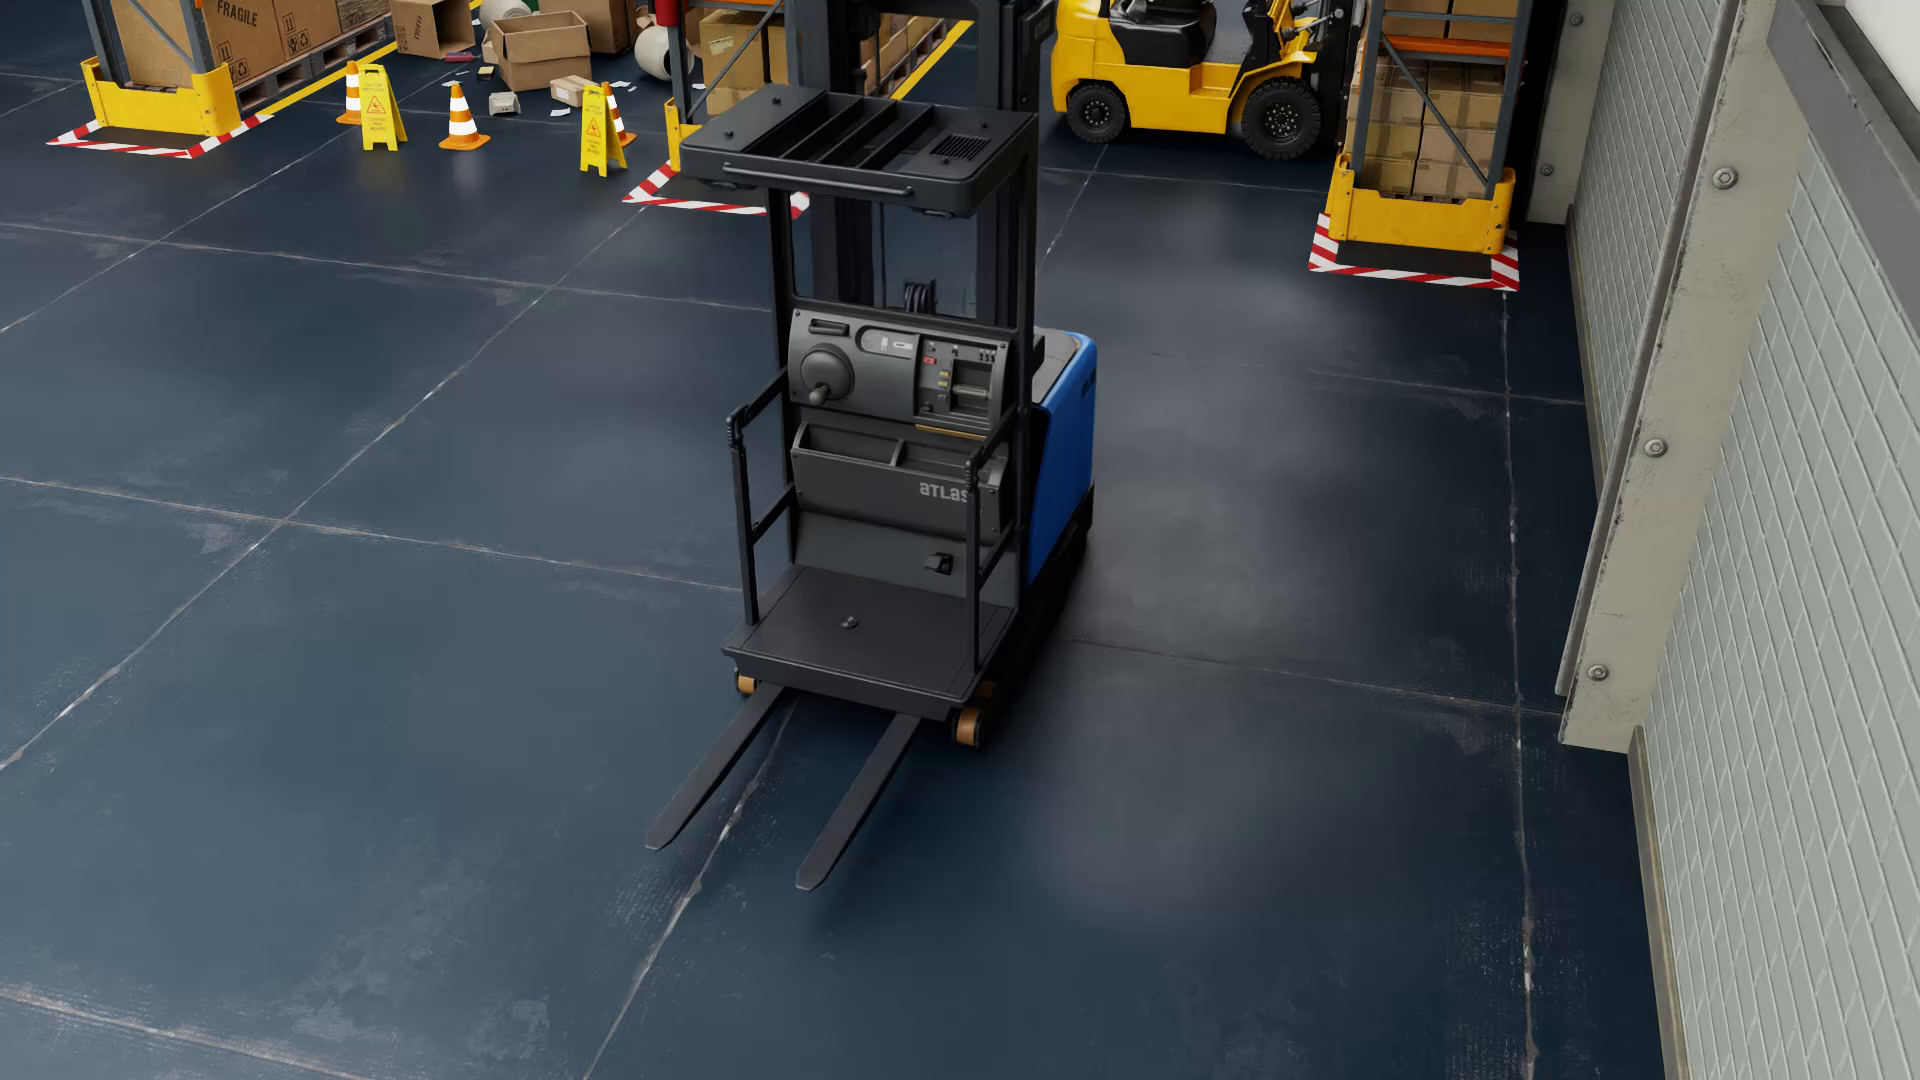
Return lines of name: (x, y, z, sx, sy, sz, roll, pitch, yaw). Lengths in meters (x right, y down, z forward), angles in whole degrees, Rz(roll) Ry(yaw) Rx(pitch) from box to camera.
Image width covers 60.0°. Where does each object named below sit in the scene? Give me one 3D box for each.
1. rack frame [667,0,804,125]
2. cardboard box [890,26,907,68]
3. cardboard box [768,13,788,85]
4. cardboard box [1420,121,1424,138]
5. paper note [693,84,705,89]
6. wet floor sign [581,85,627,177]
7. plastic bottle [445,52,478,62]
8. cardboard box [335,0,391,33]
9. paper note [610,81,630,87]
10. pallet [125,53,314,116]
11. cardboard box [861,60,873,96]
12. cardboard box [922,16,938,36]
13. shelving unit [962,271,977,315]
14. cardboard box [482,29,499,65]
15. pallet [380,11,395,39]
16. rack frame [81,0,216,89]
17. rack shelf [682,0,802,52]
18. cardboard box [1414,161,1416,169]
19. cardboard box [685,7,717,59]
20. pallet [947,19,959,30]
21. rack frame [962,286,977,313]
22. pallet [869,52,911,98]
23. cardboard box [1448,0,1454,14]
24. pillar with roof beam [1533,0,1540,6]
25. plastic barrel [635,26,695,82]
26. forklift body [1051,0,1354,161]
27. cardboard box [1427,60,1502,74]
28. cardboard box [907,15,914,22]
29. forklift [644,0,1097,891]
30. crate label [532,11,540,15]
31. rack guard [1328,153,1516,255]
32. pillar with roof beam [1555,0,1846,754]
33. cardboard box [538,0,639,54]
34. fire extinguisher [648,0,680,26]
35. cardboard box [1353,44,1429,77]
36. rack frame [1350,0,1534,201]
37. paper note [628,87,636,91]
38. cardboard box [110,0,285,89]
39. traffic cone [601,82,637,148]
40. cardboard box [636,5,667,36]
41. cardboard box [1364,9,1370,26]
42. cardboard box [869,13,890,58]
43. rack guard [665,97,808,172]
rack frame: (-1.636, -4.052, 11.828, 1.000, 3.000, 0.127, 8, 33, 12)
cardboard box: (-0.770, -4.261, 14.327, 0.500, 0.250, 0.500, 9, 33, 13)
cardboard box: (-1.159, -3.779, 12.871, 0.500, 0.500, 0.500, 7, 33, 11)
cardboard box: (3.602, -3.084, 12.010, 0.500, 0.250, 0.500, 8, 33, 12)
paper note: (-2.249, -3.945, 14.427, 0.142, 0.019, 0.148, -3, 33, -4)
wet floor sign: (-2.720, -3.106, 12.534, 0.267, 0.644, 0.232, 20, 38, 29)
plastic bottle: (-4.515, -4.381, 15.085, 0.283, 0.061, 0.133, -3, 33, -4)
cardboard box: (-5.887, -5.245, 15.293, 0.875, 0.875, 0.875, 8, 33, 13)
paper note: (-2.961, -3.976, 14.487, 0.148, 0.019, 0.142, 20, 38, 29)
pallet: (-6.323, -3.923, 14.224, 1.003, 0.211, 1.213, 8, 33, 12)
cardboard box: (-1.027, -3.714, 13.468, 0.500, 0.250, 0.500, 9, 34, 14)
cardboard box: (-0.511, -4.801, 15.178, 0.500, 0.250, 0.500, 10, 34, 15)
shelving unit: (0.155, -0.728, 8.277, 0.258, 1.200, 0.189, 11, 34, 17)
cardboard box: (-4.090, -4.453, 15.007, 0.396, 0.266, 0.258, 14, 35, 21)
pallet: (-5.704, -5.189, 16.215, 1.003, 0.211, 1.213, 8, 33, 12)
rack frame: (-6.450, -4.674, 12.806, 1.000, 3.000, 0.127, 8, 33, 12)
rack shelf: (-1.129, -4.787, 13.654, 1.077, 0.370, 4.000, 8, 33, 12)
cardboard box: (3.115, -2.939, 12.248, 0.500, 0.250, 0.500, 8, 33, 12)
cardboard box: (-2.209, -4.703, 15.180, 0.500, 0.500, 0.500, -21, 38, -29)
pallet: (-0.425, -5.355, 16.477, 1.003, 0.211, 1.213, 8, 33, 12)
rack frame: (0.124, -0.682, 8.204, 0.240, 1.200, 0.006, 11, 34, 17)
pallet: (-1.065, -3.963, 14.287, 1.003, 0.211, 1.213, 8, 33, 12)
cardboard box: (3.671, -3.913, 11.516, 0.500, 0.500, 0.500, 9, 34, 14)
pillar with roof beam: (1.573, -9.848, 15.354, 9.100, 9.000, 0.400, 8, 33, 12)
plastic barrel: (-2.577, -4.243, 14.530, 0.421, 0.421, 0.512, -21, 38, -29)
forklift body: (1.882, -4.253, 12.935, 2.313, 2.155, 1.214, 8, 33, 12)
cardboard box: (3.594, -3.301, 11.886, 0.500, 0.250, 0.500, 8, 33, 12)
cardboard box: (-0.639, -4.854, 14.561, 0.500, 0.500, 0.500, 9, 33, 13)
forklift: (-0.325, -0.632, 6.512, 1.130, 2.935, 3.031, 11, 34, 17)
crate label: (-4.055, -4.976, 15.950, 0.298, 0.136, 0.250, -14, 35, -21)
rack guard: (3.160, -2.311, 11.419, 1.175, 0.500, 0.348, 8, 33, 12)
pillar with roof beam: (-1.472, -3.621, 5.559, 9.100, 9.000, 0.400, 8, 33, 12)
cardboard box: (-3.410, -4.799, 15.203, 0.797, 0.637, 0.503, 8, 33, 12)
fire extinguisher: (-2.111, -4.023, 11.854, 0.296, 0.674, 0.183, 8, 33, 12)
cardboard box: (3.105, -3.364, 11.986, 0.500, 0.250, 0.500, 9, 33, 13)
rack frame: (3.166, -3.378, 10.768, 1.000, 3.000, 0.127, 8, 33, 12)
paper note: (-2.830, -3.902, 14.378, 0.032, 0.001, 0.123, 8, 33, 12)
cardboard box: (-6.342, -4.315, 13.831, 0.875, 0.875, 0.875, 8, 33, 13)
traffic cone: (-2.775, -3.380, 13.136, 0.336, 0.463, 0.334, 8, 33, 12)
cardboard box: (-2.904, -4.844, 15.622, 0.258, 0.266, 0.396, -14, 35, -21)
cardboard box: (3.359, -3.890, 12.812, 0.500, 0.250, 0.500, 7, 33, 11)
cardboard box: (-0.895, -4.310, 13.706, 0.500, 0.500, 0.500, 9, 33, 13)
rack guard: (-1.617, -3.037, 12.561, 1.175, 0.500, 0.348, 8, 33, 12)
